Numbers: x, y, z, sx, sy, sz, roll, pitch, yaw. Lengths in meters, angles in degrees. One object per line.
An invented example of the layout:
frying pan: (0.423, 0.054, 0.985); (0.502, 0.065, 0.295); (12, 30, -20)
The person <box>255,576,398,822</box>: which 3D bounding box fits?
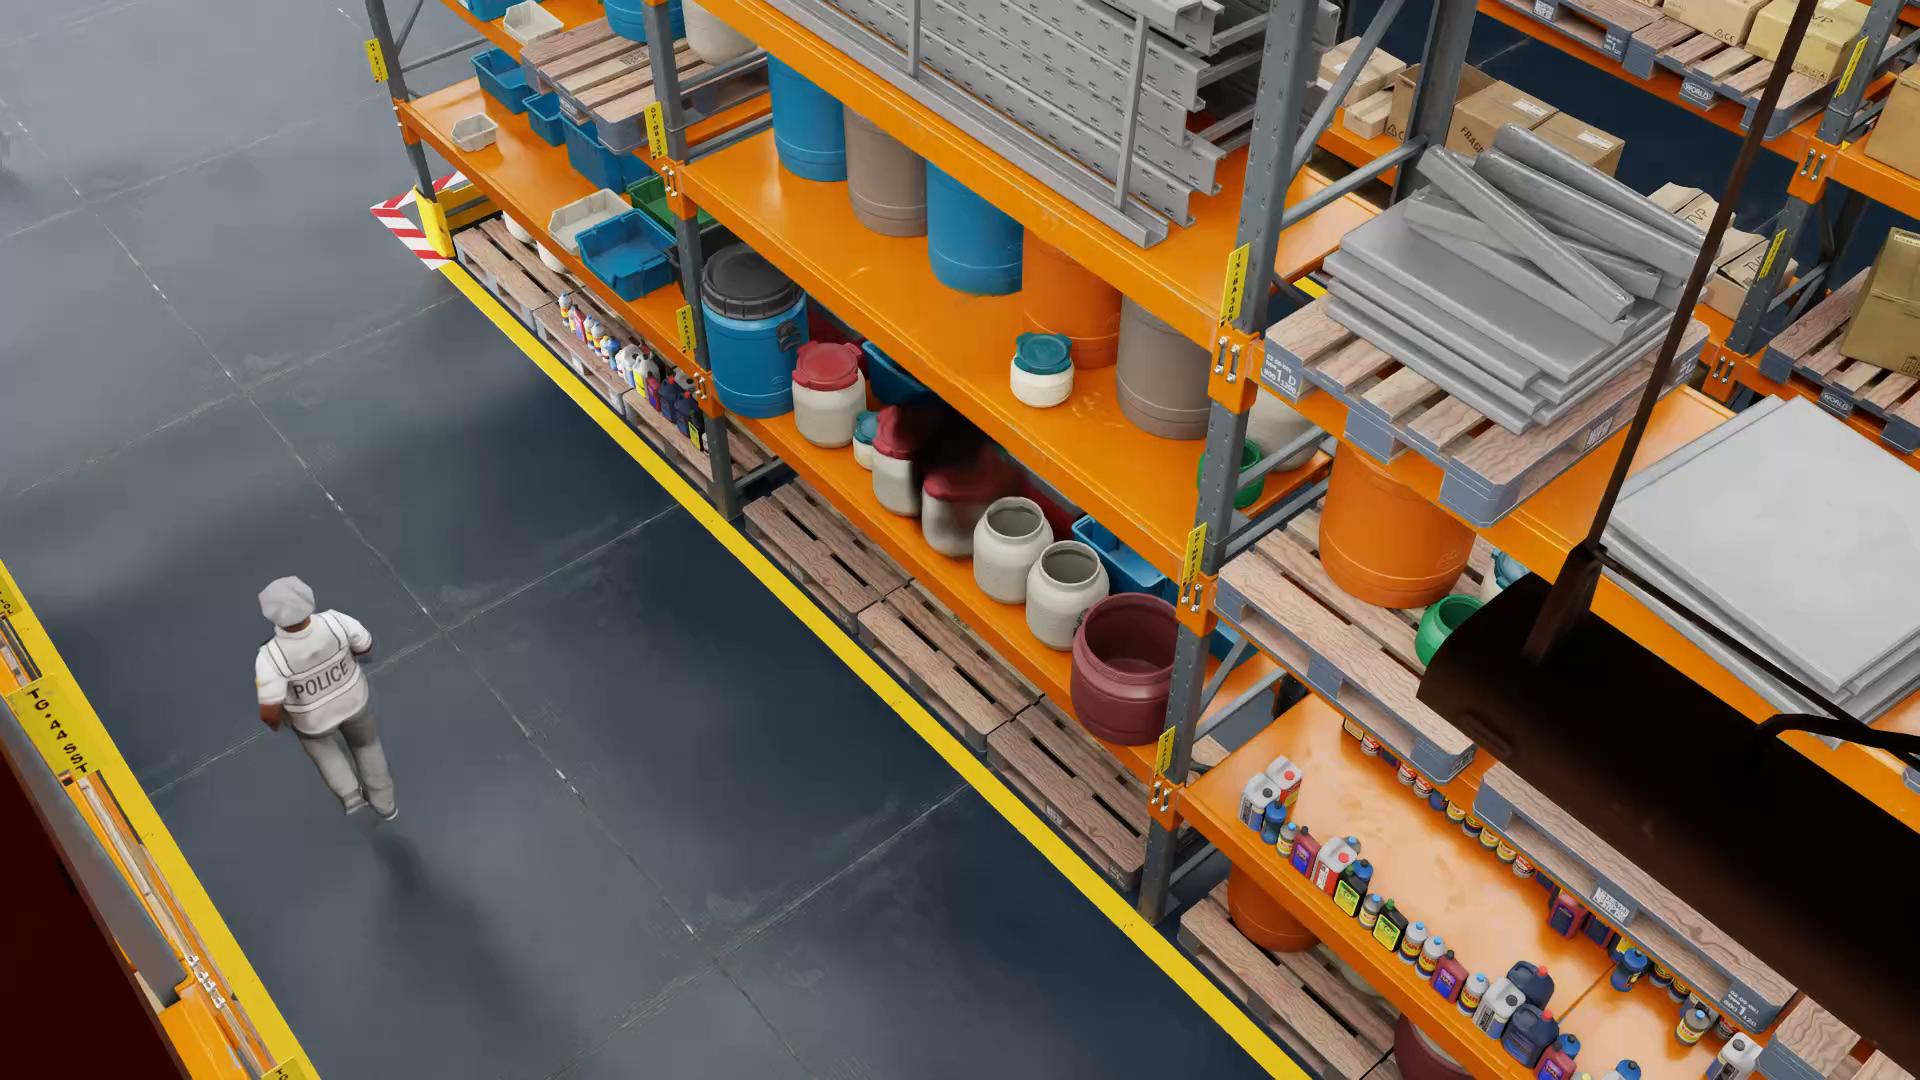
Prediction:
person: (-3.319, 0.802, 8.627); (0.652, 1.780, 0.602); (-30, 53, -25)
